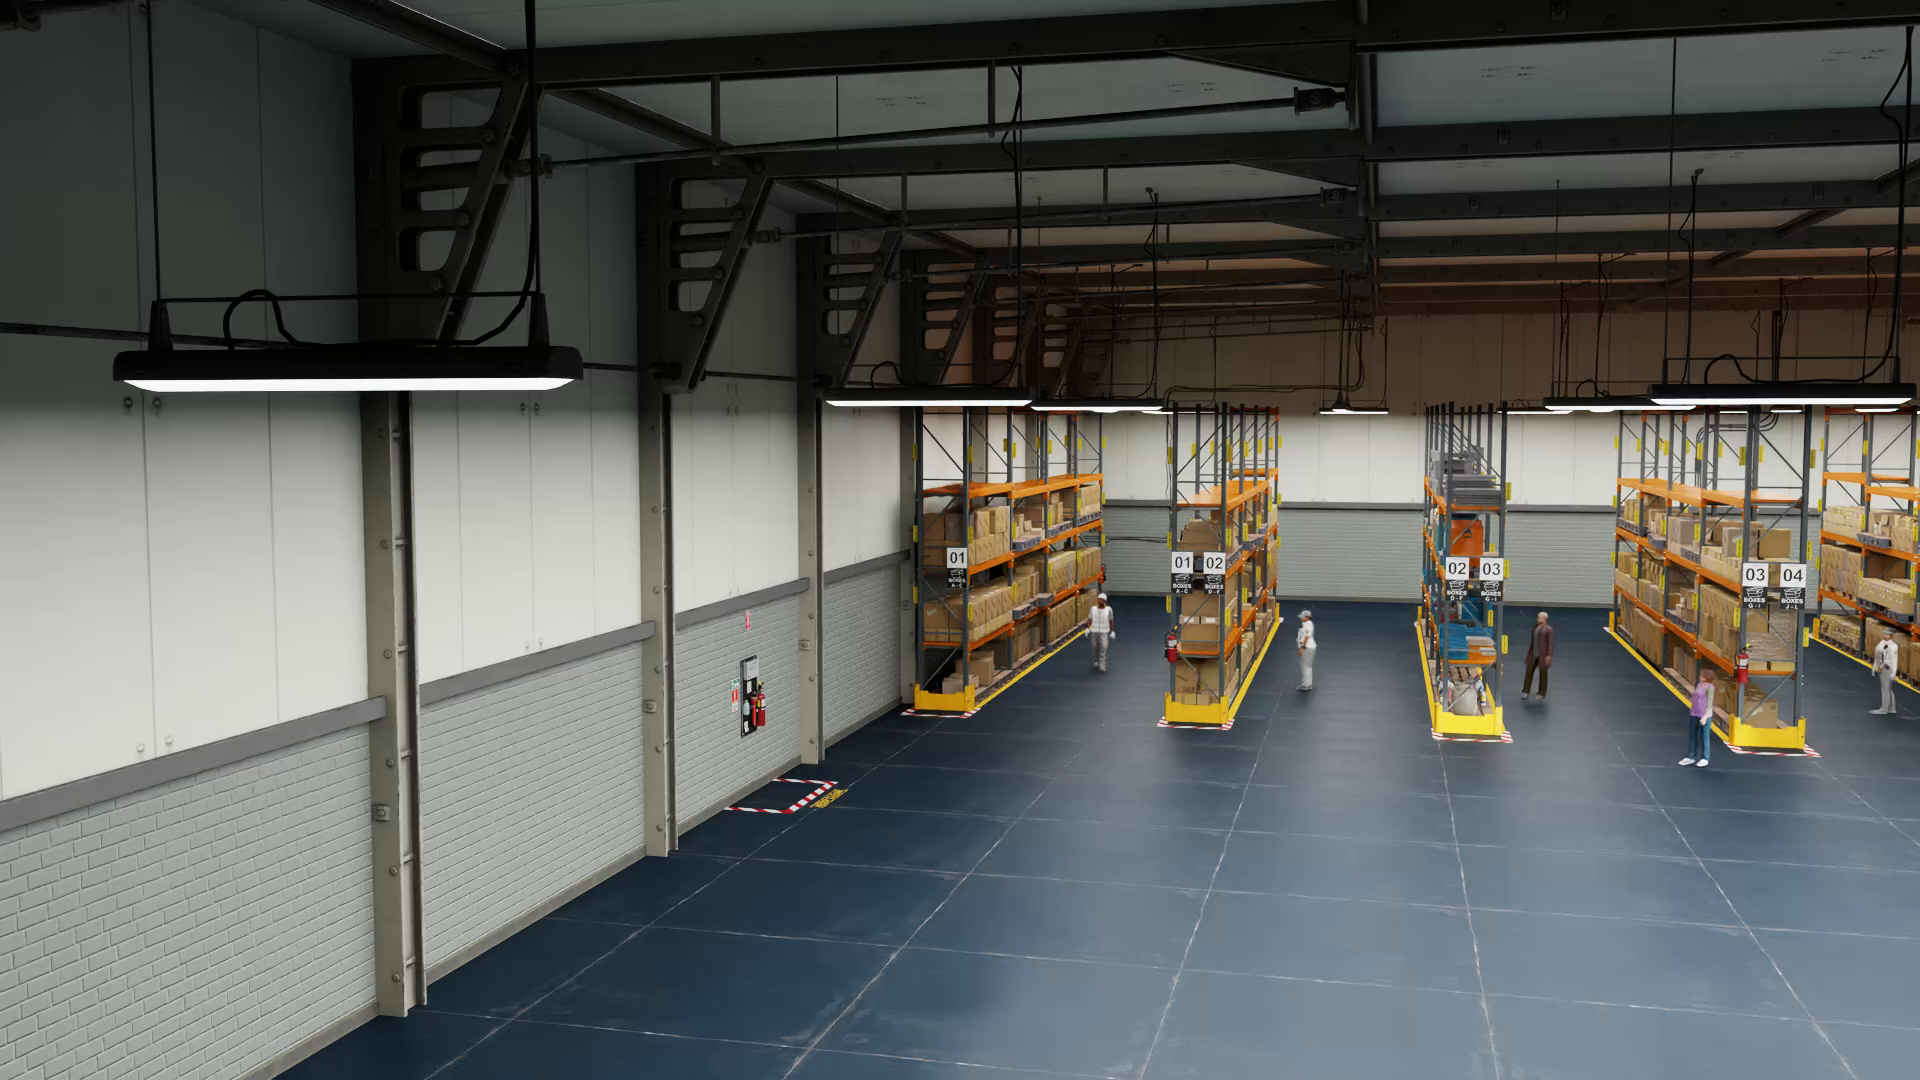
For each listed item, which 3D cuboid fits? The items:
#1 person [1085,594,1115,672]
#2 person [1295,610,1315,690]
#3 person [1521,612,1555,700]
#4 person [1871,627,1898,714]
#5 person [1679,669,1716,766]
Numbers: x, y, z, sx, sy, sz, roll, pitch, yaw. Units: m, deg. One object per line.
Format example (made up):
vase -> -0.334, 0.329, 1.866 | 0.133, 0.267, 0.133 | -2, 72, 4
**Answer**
person -> 3.161, 2.087, 37.485 | 0.669, 1.730, 1.016 | 1, 4, 7
person -> 7.248, 2.313, 34.877 | 0.405, 1.669, 0.502 | 1, 4, 16
person -> 11.732, 2.357, 33.729 | 0.509, 1.796, 0.638 | -4, 6, -44
person -> 17.855, 2.508, 32.117 | 0.458, 1.686, 0.481 | 1, 4, 15
person -> 12.143, 2.911, 27.282 | 0.452, 1.604, 0.451 | -2, 5, -30
